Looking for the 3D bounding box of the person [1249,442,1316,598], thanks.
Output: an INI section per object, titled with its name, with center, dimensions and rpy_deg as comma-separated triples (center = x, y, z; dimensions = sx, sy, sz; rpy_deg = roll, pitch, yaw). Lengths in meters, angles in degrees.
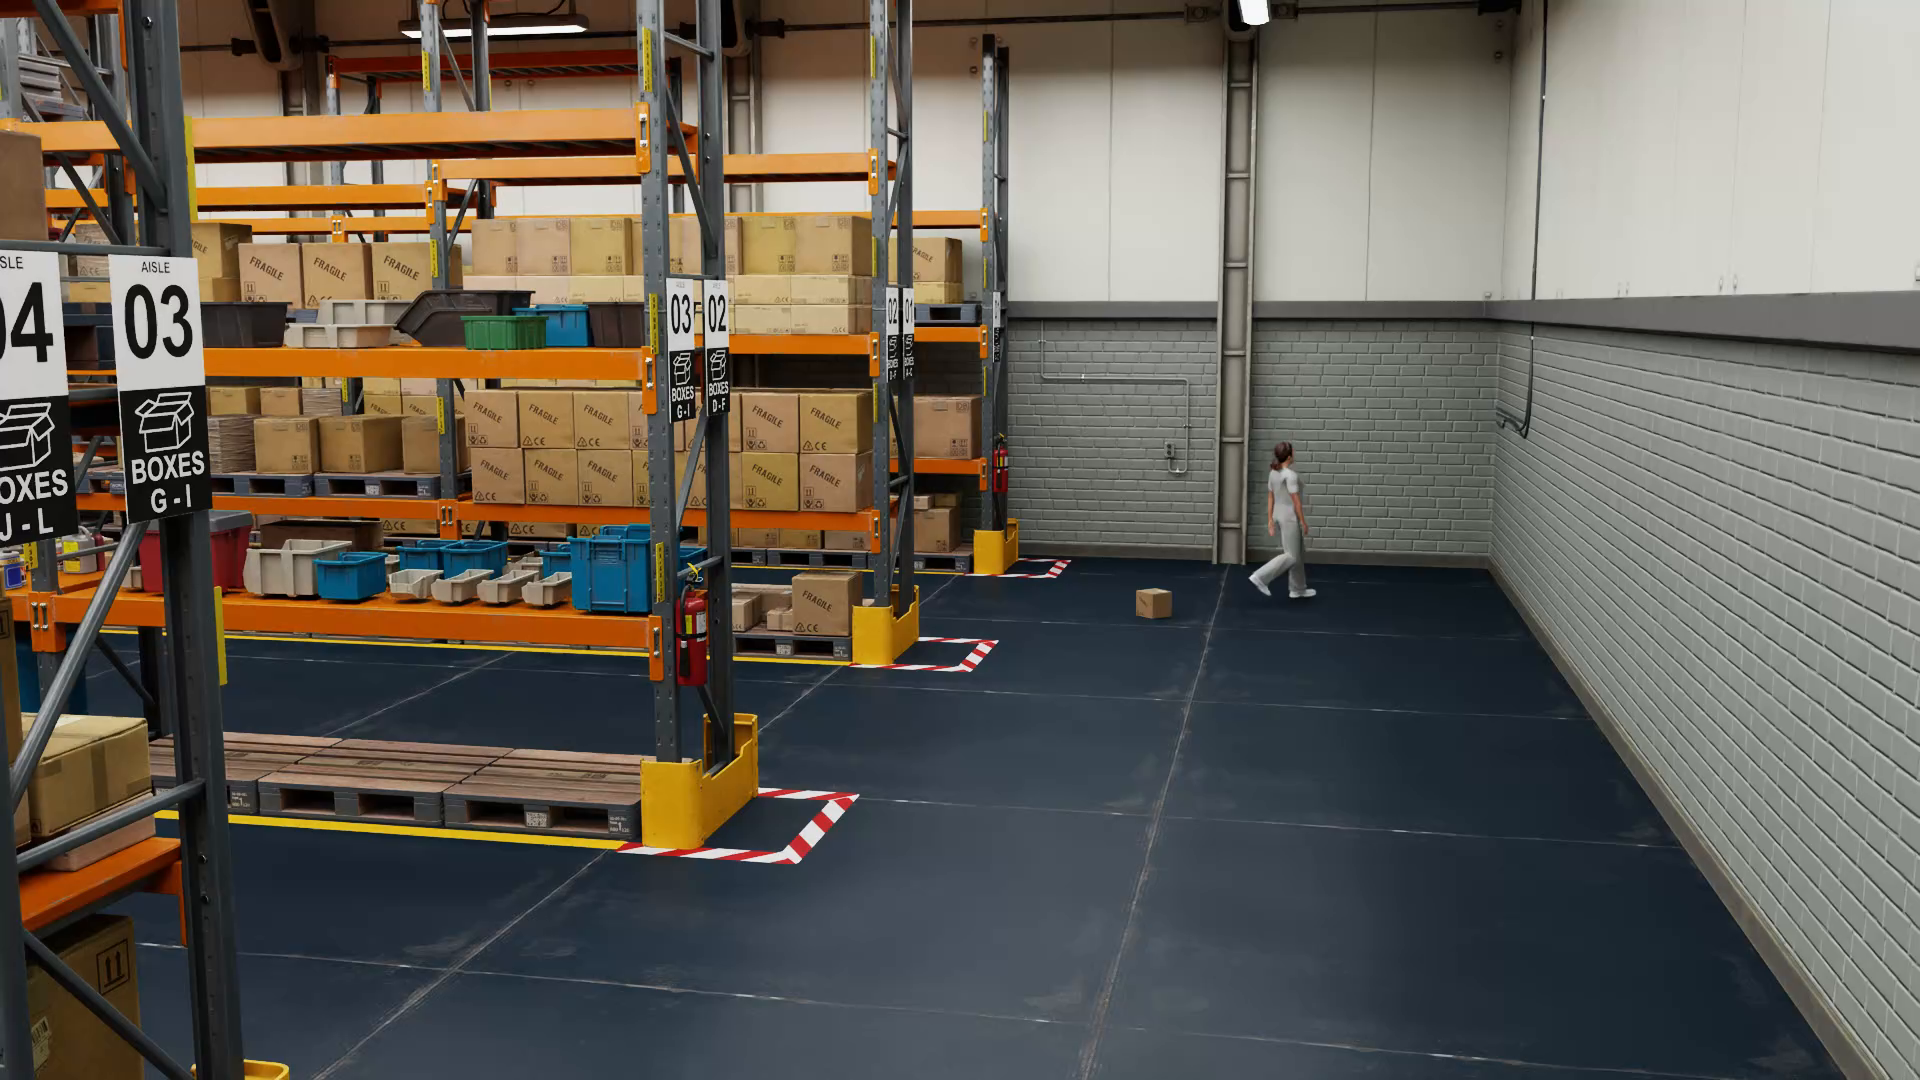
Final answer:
[person]
center = 3.346, -0.196, 17.160
dimensions = 0.860, 1.632, 0.434
rpy_deg = -3, 8, -18
